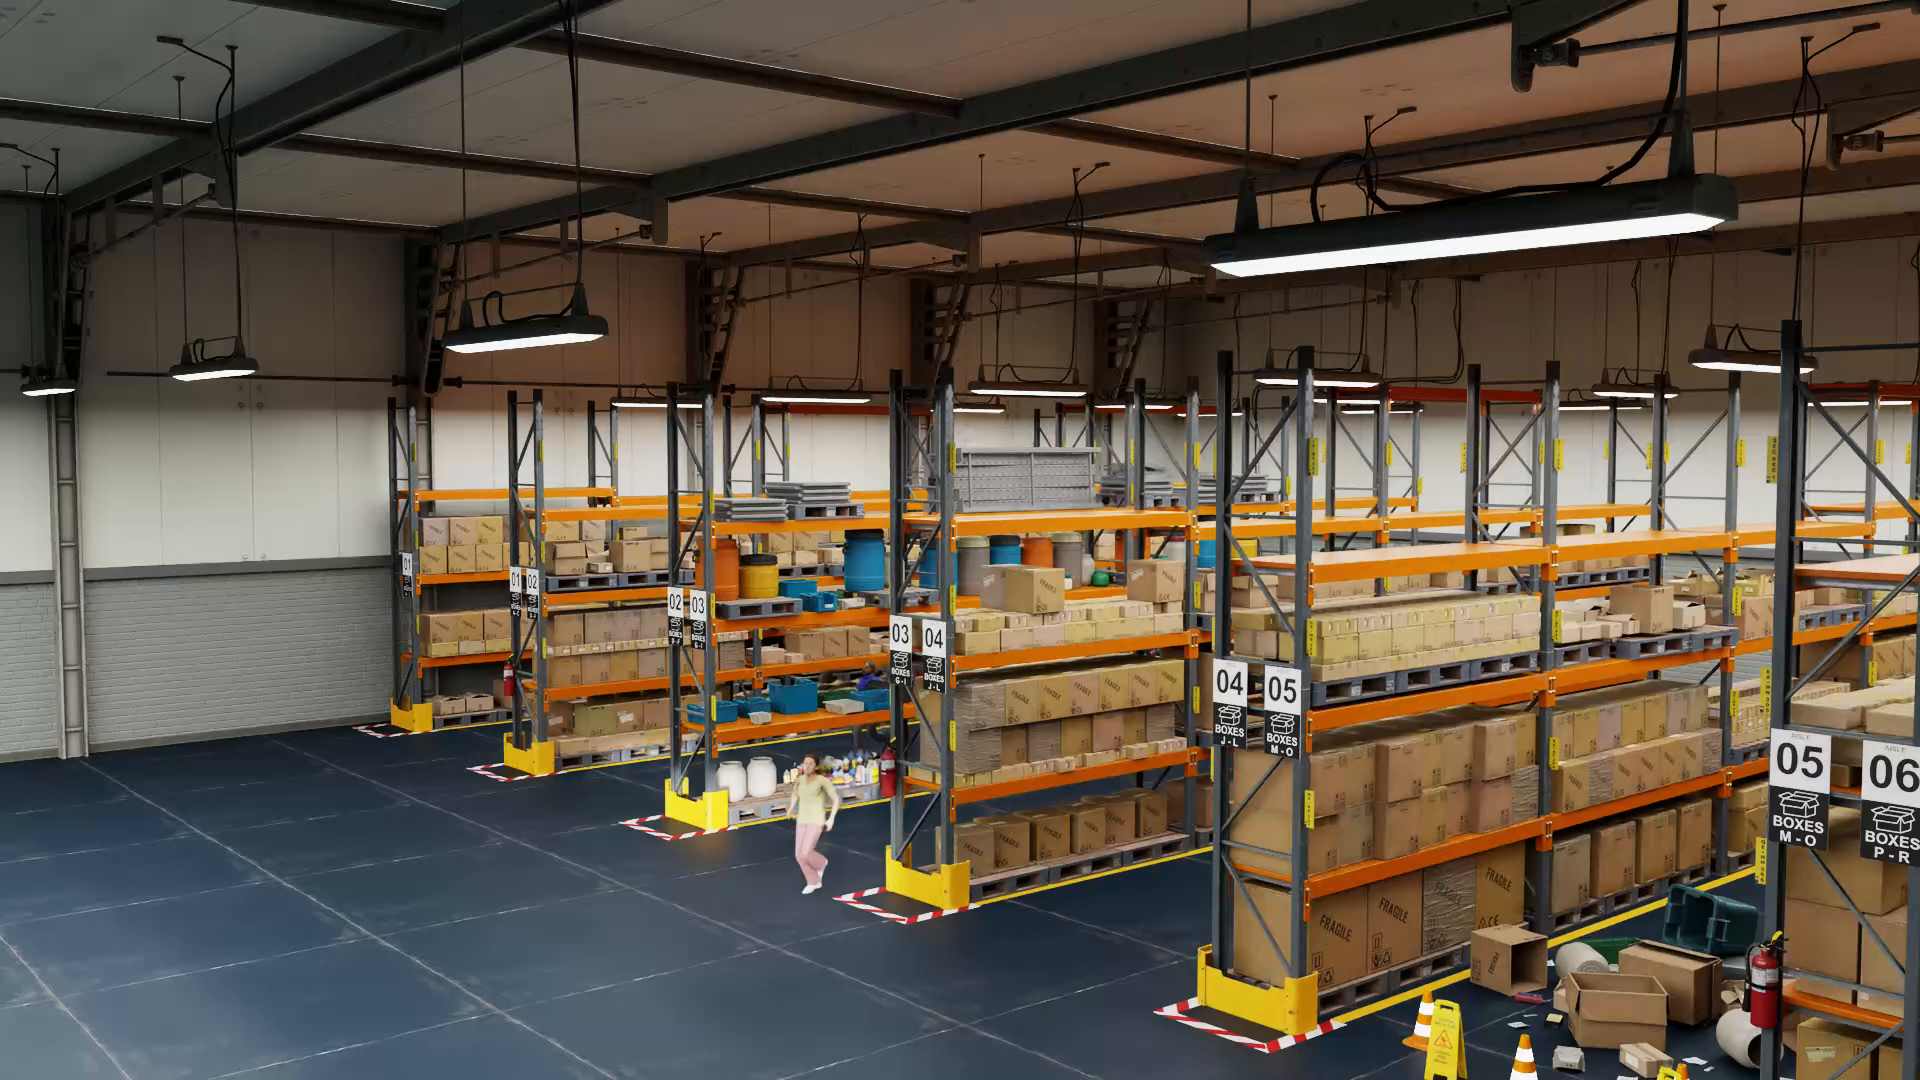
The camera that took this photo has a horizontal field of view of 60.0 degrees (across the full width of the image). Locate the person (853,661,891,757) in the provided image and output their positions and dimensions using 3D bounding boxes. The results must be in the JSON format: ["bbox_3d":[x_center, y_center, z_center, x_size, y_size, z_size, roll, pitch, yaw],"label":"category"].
[{"bbox_3d":[-1.484,2.778,26.996,0.588,1.612,0.815,3,4,42],"label":"person"}]

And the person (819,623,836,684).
[{"bbox_3d":[-2.549,2.448,32.036,0.779,1.779,0.637,-3,4,-40],"label":"person"}]

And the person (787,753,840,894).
[{"bbox_3d":[-1.705,3.250,19.080,0.598,1.628,0.540,2,4,30],"label":"person"}]
